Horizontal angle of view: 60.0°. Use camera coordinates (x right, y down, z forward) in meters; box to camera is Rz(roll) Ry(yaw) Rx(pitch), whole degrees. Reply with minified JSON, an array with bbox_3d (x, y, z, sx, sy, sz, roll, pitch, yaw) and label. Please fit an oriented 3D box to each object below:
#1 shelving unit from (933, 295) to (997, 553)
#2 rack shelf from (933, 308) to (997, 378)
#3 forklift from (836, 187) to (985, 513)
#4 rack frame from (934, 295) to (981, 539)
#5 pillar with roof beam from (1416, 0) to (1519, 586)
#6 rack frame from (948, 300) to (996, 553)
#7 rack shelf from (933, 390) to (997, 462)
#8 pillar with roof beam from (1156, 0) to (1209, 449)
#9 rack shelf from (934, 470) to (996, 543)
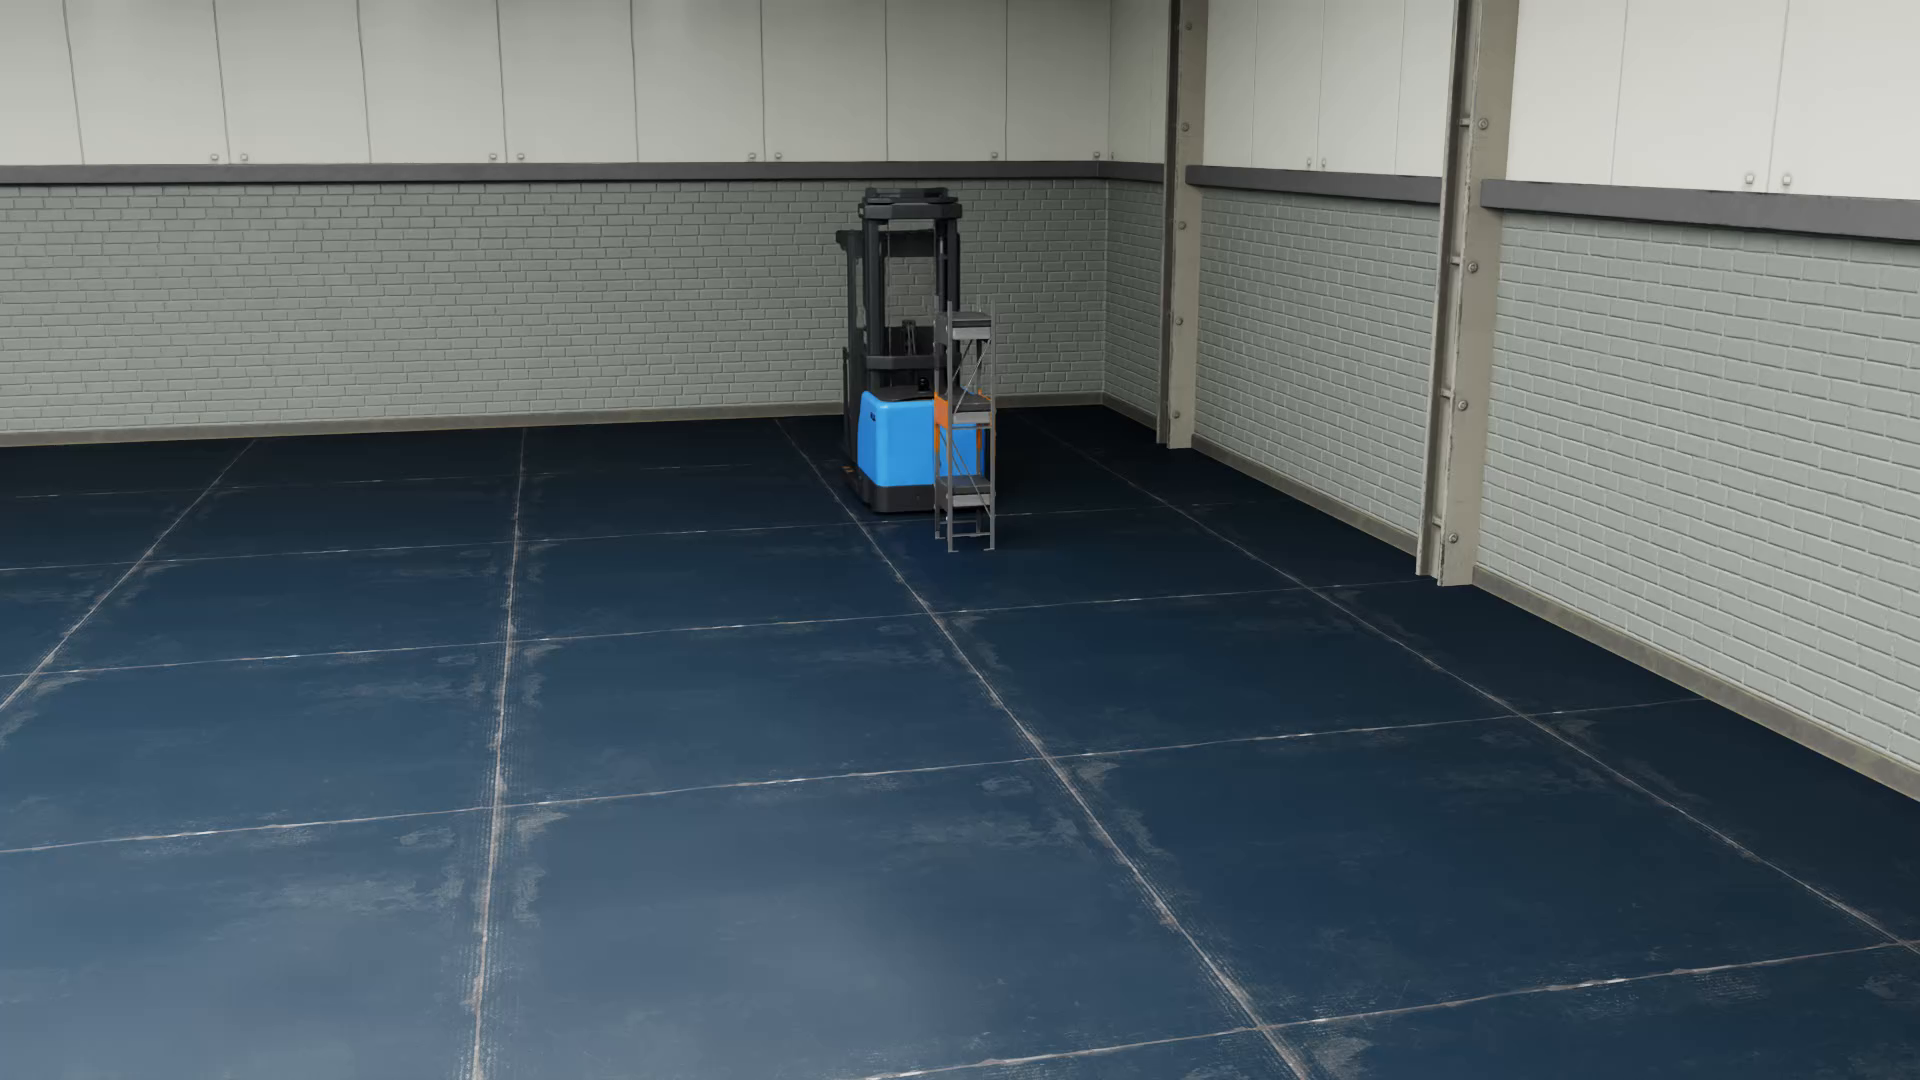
[{"bbox_3d":[0.039,-0.982,14.022,0.431,2.100,0.503,-3,14,-13],"label":"shelving unit"},{"bbox_3d":[0.039,-1.649,13.859,0.431,0.518,0.480,-3,14,-13],"label":"rack shelf"},{"bbox_3d":[-0.598,-1.977,16.343,1.130,2.935,3.031,-3,14,-13],"label":"forklift"},{"bbox_3d":[-0.018,-1.038,14.252,0.400,2.100,0.015,-3,14,-13],"label":"rack frame"},{"bbox_3d":[-0.340,-3.825,11.124,9.100,9.000,0.400,-3,14,-13],"label":"pillar with roof beam"},{"bbox_3d":[0.096,-0.926,13.791,0.400,2.100,0.015,-3,14,-13],"label":"rack frame"},{"bbox_3d":[0.039,-0.969,14.025,0.431,0.518,0.480,-3,14,-13],"label":"rack shelf"},{"bbox_3d":[-1.749,-5.210,16.790,9.100,9.000,0.400,-3,14,-13],"label":"pillar with roof beam"},{"bbox_3d":[0.039,-0.289,14.191,0.431,0.518,0.480,-3,14,-13],"label":"rack shelf"}]
